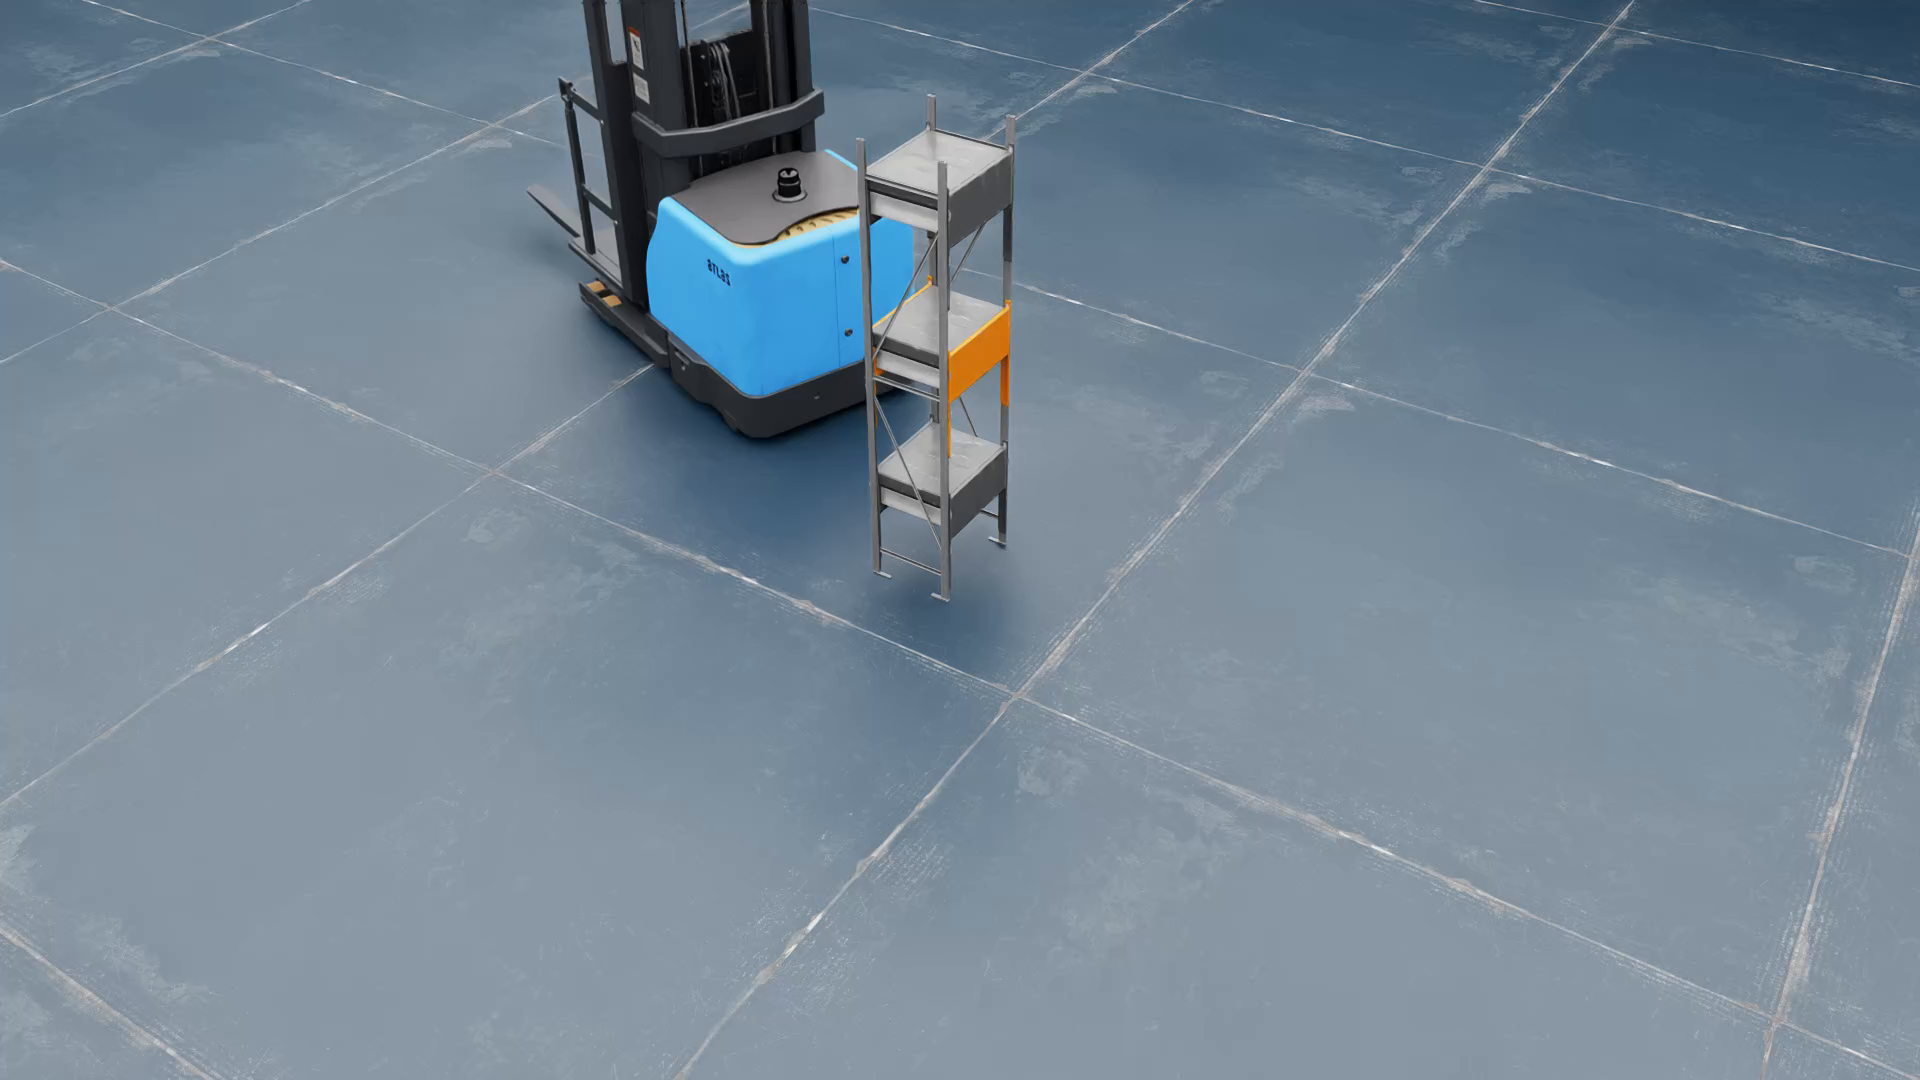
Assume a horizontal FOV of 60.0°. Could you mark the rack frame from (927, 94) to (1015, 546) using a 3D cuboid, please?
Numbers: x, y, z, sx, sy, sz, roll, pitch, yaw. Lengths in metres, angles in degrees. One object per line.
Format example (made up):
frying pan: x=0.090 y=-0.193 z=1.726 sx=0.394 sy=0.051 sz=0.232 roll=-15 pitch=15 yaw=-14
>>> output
rack frame: x=0.042 y=-0.872 z=7.161 sx=0.400 sy=2.100 sz=0.015 roll=21 pitch=42 yaw=25

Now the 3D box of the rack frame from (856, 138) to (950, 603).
rack frame: x=-0.219 y=-0.620 z=6.835 sx=0.400 sy=2.100 sz=0.015 roll=21 pitch=42 yaw=25

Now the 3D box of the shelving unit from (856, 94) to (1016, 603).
shelving unit: x=-0.089 y=-0.746 z=6.998 sx=0.431 sy=2.100 sz=0.503 roll=21 pitch=42 yaw=25

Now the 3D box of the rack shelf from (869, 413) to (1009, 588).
rack shelf: x=-0.089 y=-0.181 z=7.434 sx=0.431 sy=0.518 sz=0.480 roll=21 pitch=42 yaw=25

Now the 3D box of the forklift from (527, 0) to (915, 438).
forklift: x=-1.492 y=-2.520 z=8.619 sx=1.130 sy=2.935 sz=3.031 roll=-24 pitch=44 yaw=-28

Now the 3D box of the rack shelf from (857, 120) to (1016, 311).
rack shelf: x=-0.089 y=-1.290 z=6.579 sx=0.431 sy=0.518 sz=0.480 roll=21 pitch=42 yaw=25

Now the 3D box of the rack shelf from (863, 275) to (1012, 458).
rack shelf: x=-0.089 y=-0.735 z=7.007 sx=0.431 sy=0.518 sz=0.480 roll=21 pitch=42 yaw=25
